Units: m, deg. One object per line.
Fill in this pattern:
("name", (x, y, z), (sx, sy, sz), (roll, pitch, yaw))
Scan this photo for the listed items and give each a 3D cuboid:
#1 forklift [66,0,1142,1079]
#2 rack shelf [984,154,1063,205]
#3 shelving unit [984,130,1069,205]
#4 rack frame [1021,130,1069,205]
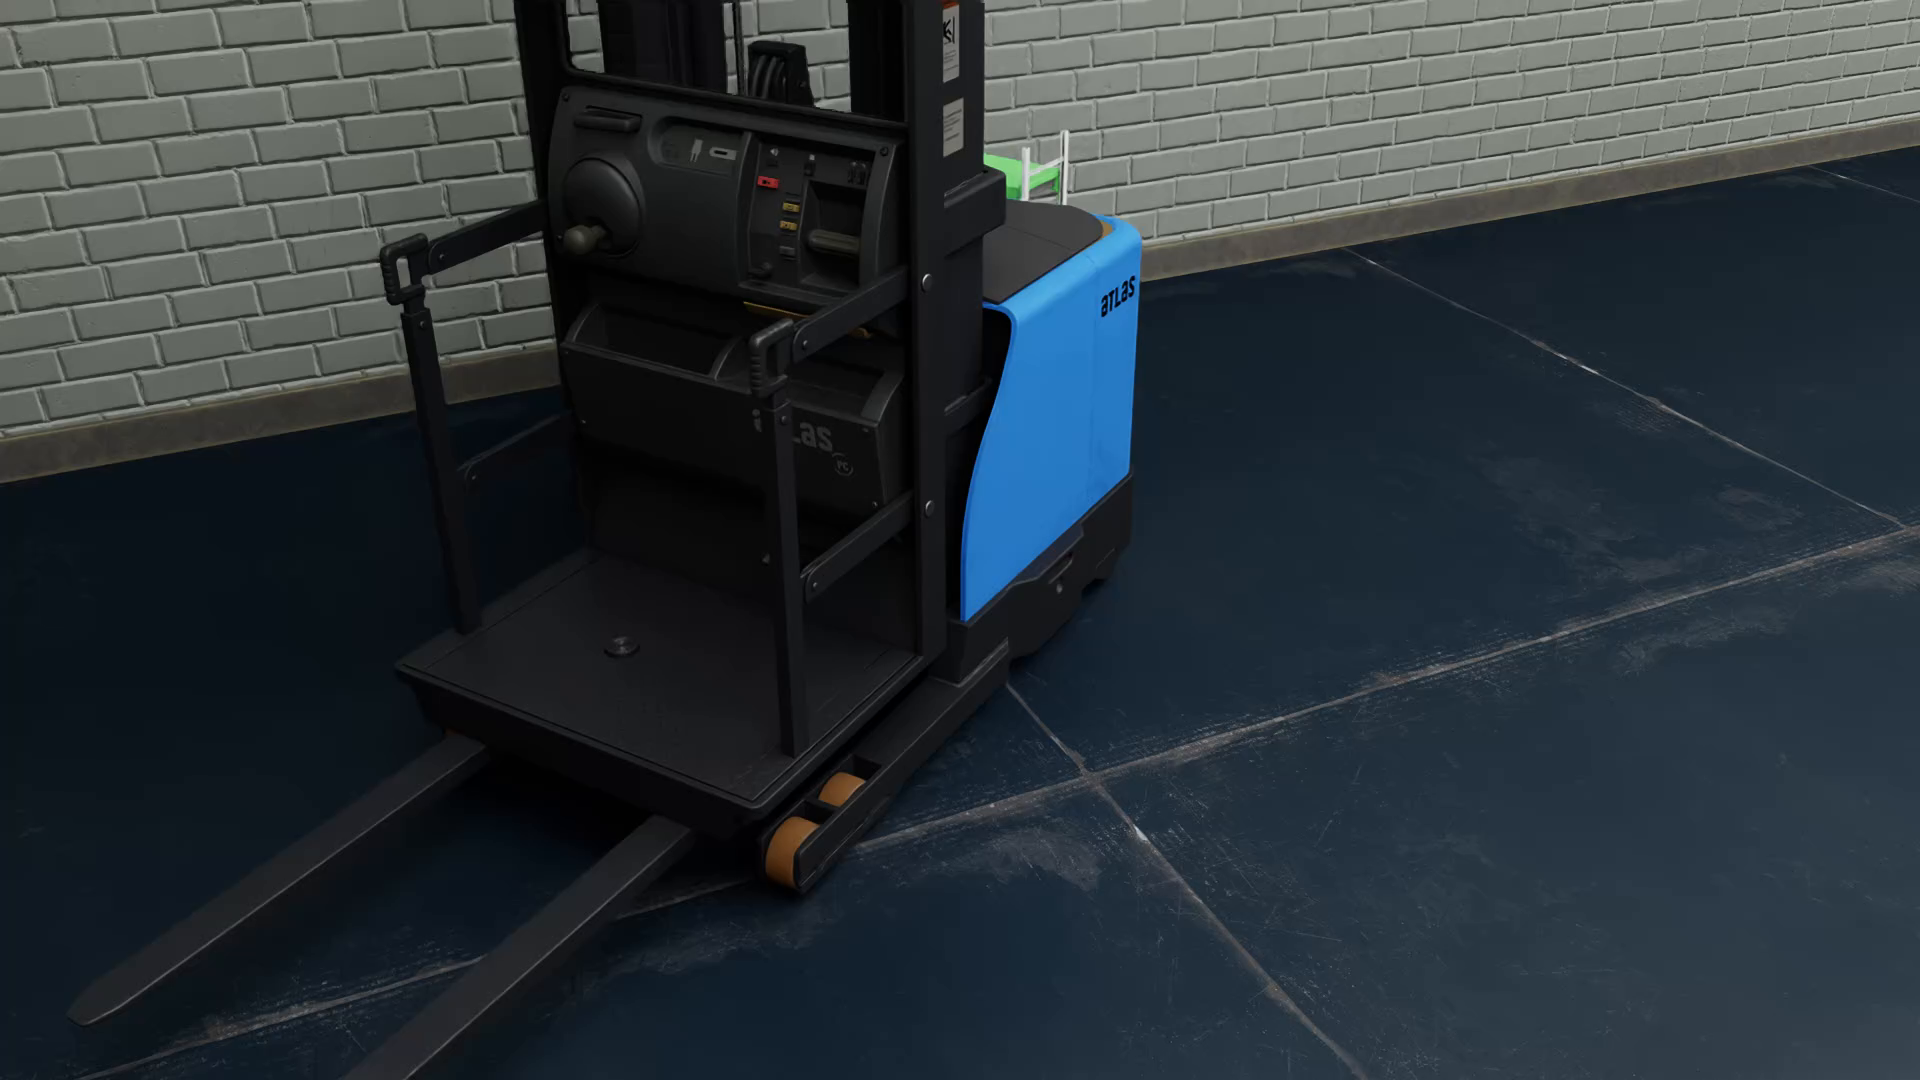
("forklift", (-0.656, -0.732, 3.559), (1.130, 2.935, 3.031), (16, 33, 26))
("rack shelf", (0.051, -1.089, 5.114), (0.480, 0.148, 0.258), (19, 34, 30))
("shelving unit", (0.051, -0.726, 5.318), (0.503, 1.200, 0.258), (19, 34, 30))
("rack frame", (0.252, -0.658, 5.197), (0.015, 1.200, 0.240), (19, 34, 30))
